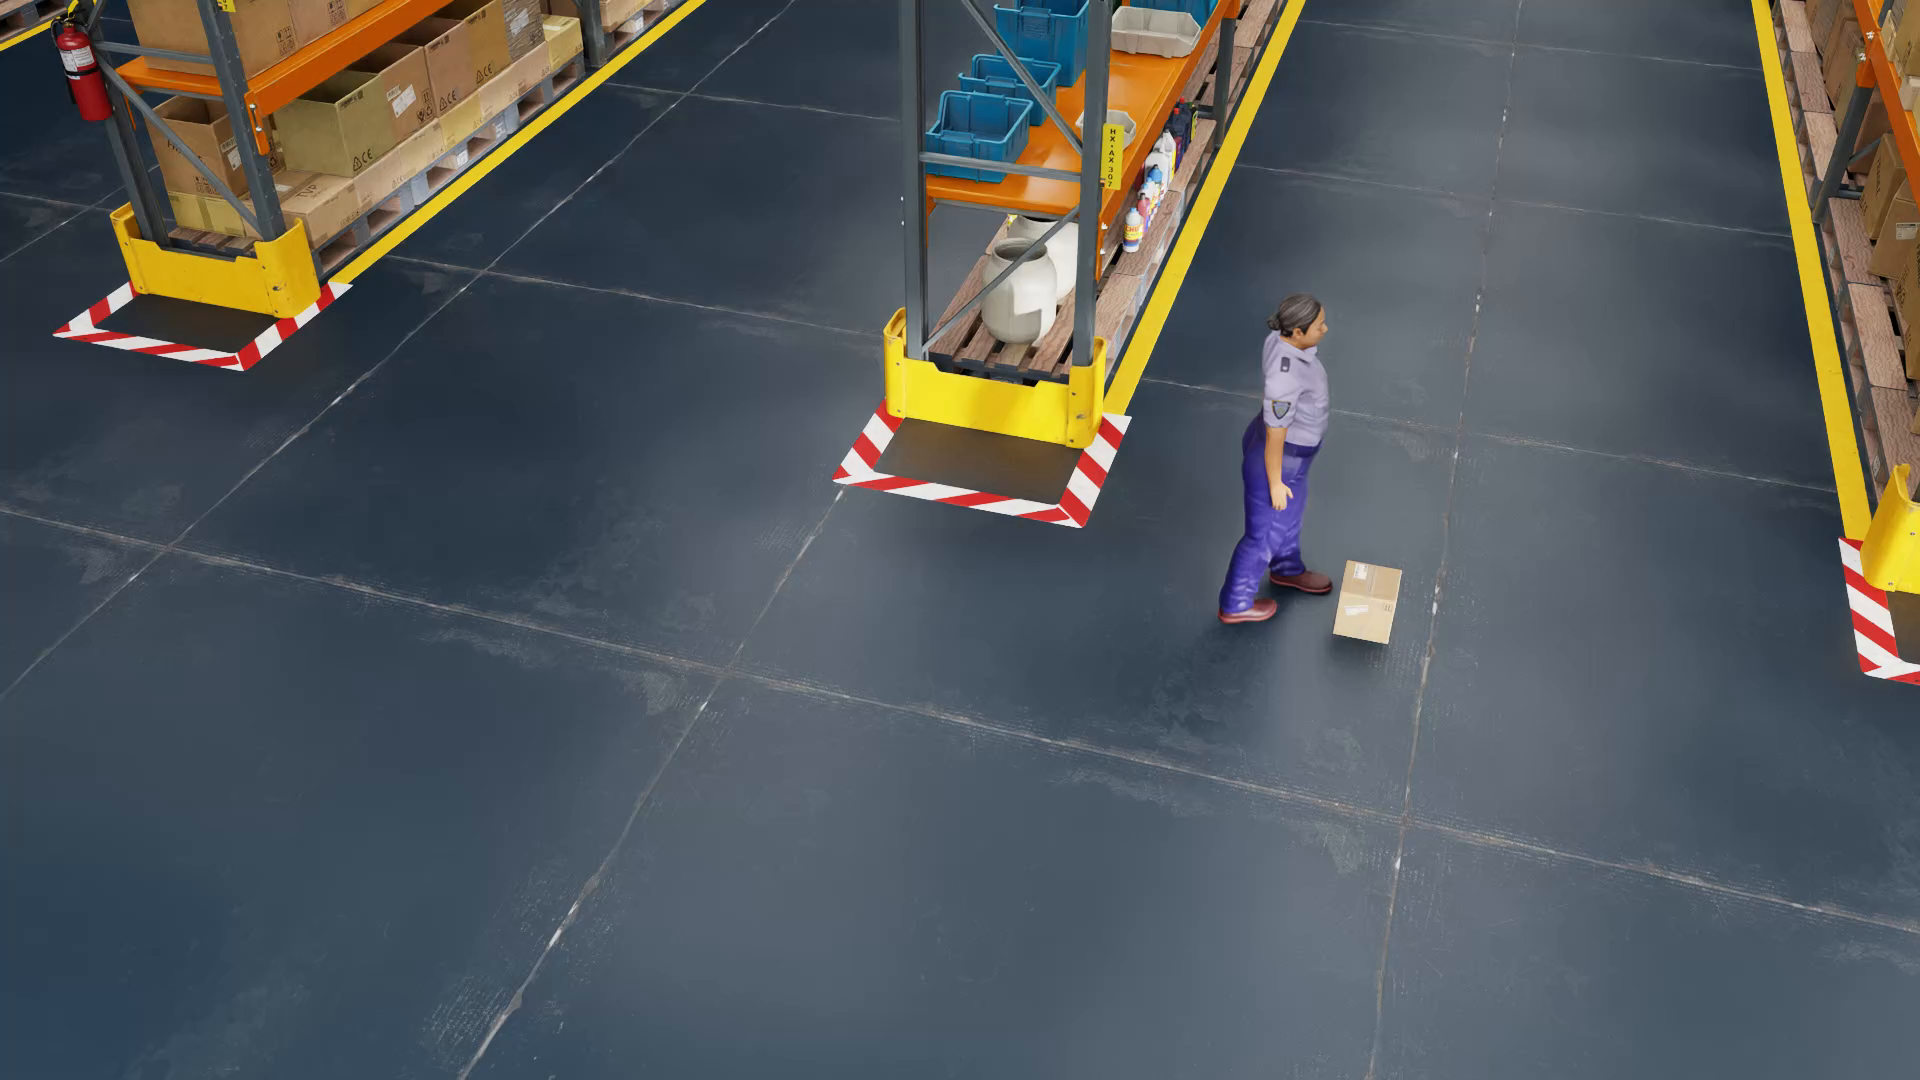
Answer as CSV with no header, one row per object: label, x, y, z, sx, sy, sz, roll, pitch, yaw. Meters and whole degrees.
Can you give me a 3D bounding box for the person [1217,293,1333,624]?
person,1.490,-0.357,7.379,0.547,1.635,0.492,4,37,6
